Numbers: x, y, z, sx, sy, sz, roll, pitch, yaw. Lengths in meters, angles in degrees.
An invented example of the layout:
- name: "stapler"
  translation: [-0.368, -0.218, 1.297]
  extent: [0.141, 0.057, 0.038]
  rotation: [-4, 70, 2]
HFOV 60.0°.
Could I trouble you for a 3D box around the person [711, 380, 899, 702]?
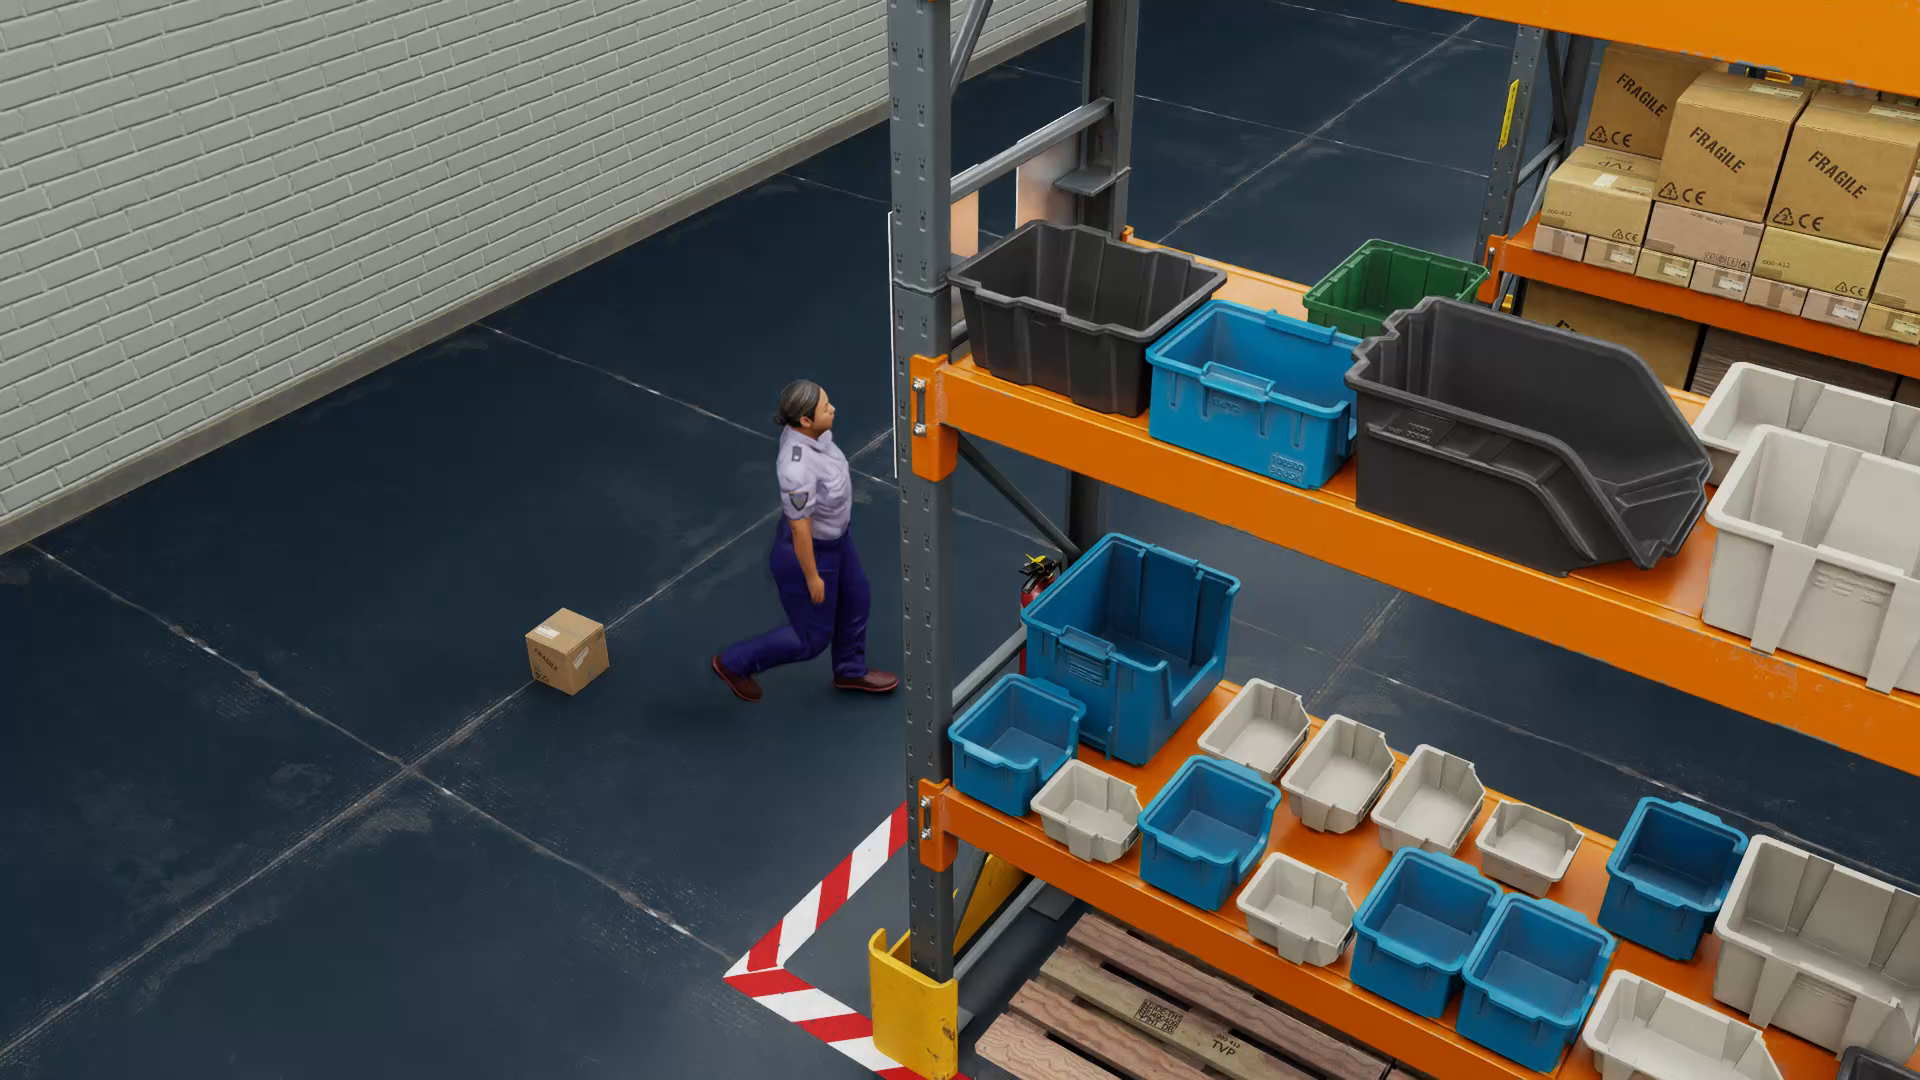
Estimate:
- name: "person"
  translation: [-0.685, 0.030, 7.095]
  extent: [0.807, 1.615, 0.473]
  rotation: [2, 35, 3]
